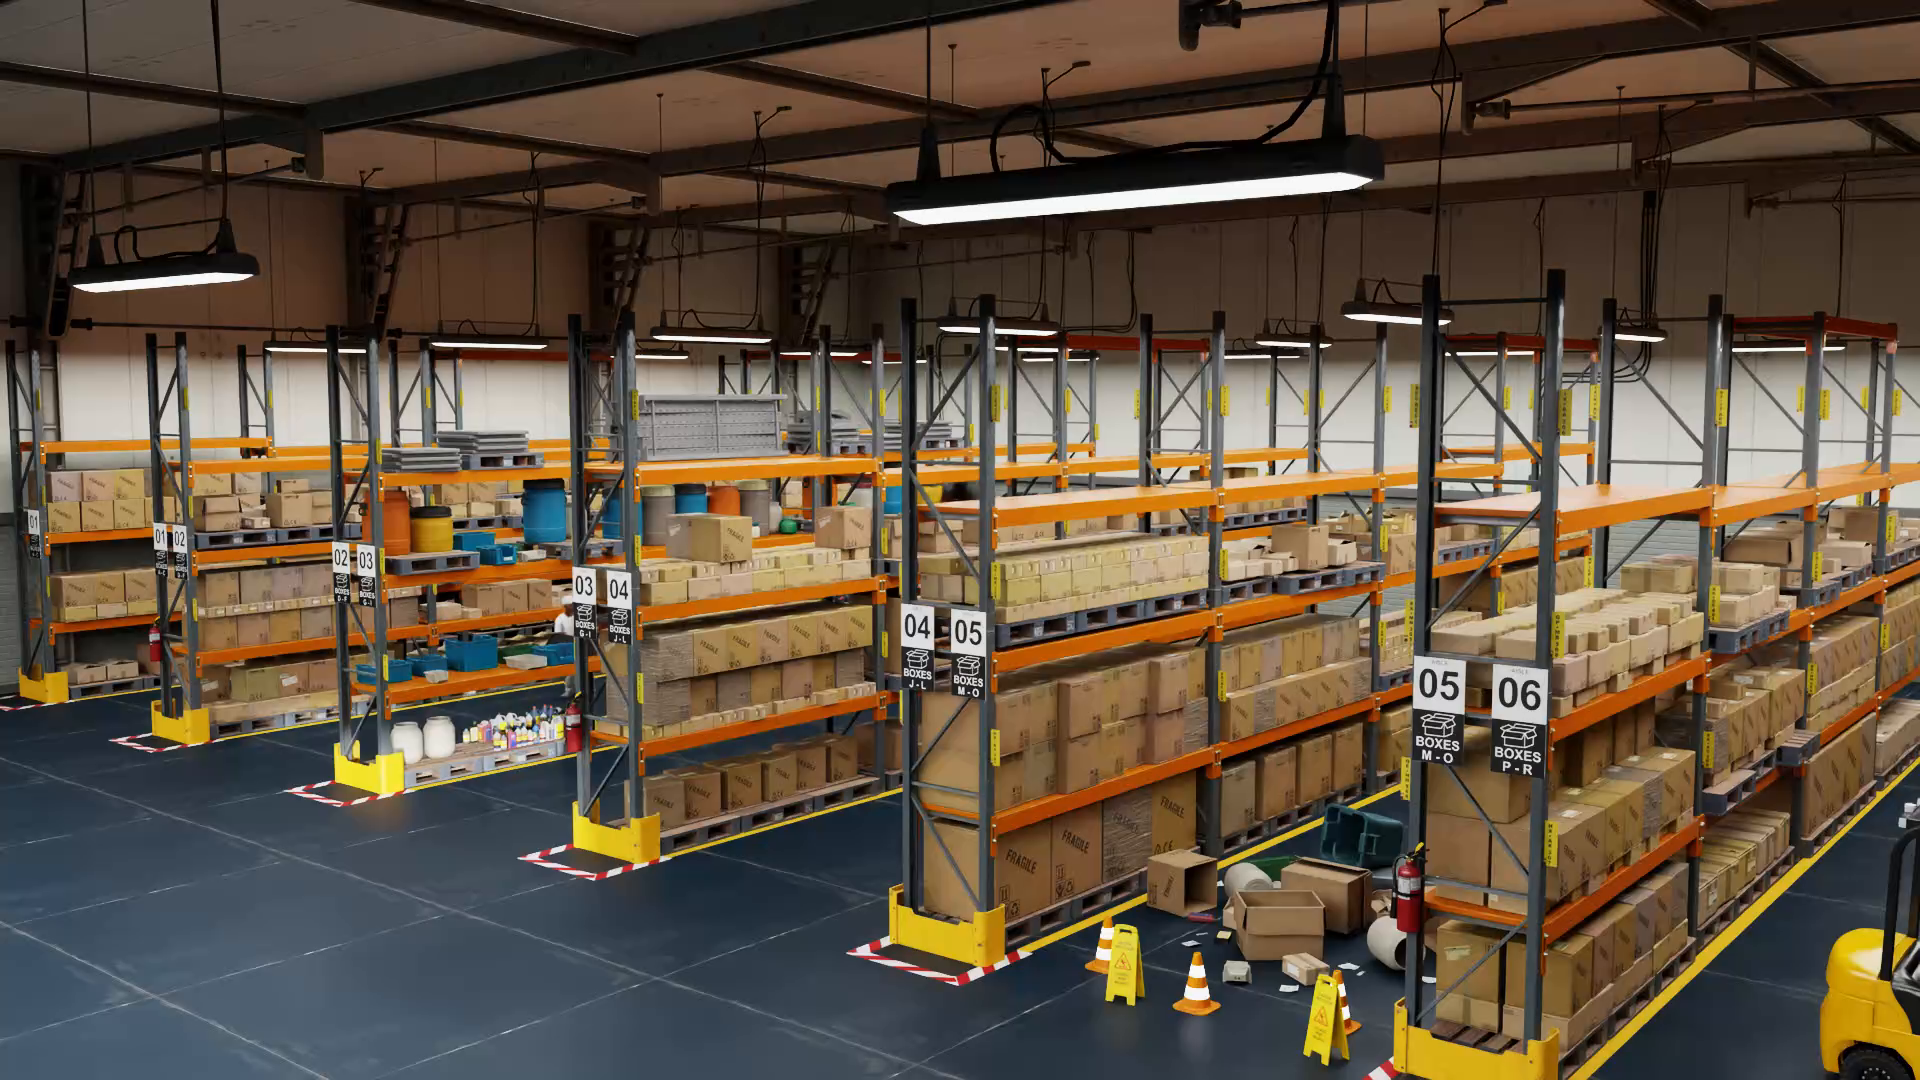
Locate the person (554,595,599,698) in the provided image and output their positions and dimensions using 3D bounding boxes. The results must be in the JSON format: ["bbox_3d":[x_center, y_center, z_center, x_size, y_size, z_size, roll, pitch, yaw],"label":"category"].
[{"bbox_3d":[-6.434,1.813,27.895,0.706,1.793,0.573,-1,5,-8],"label":"person"}]
